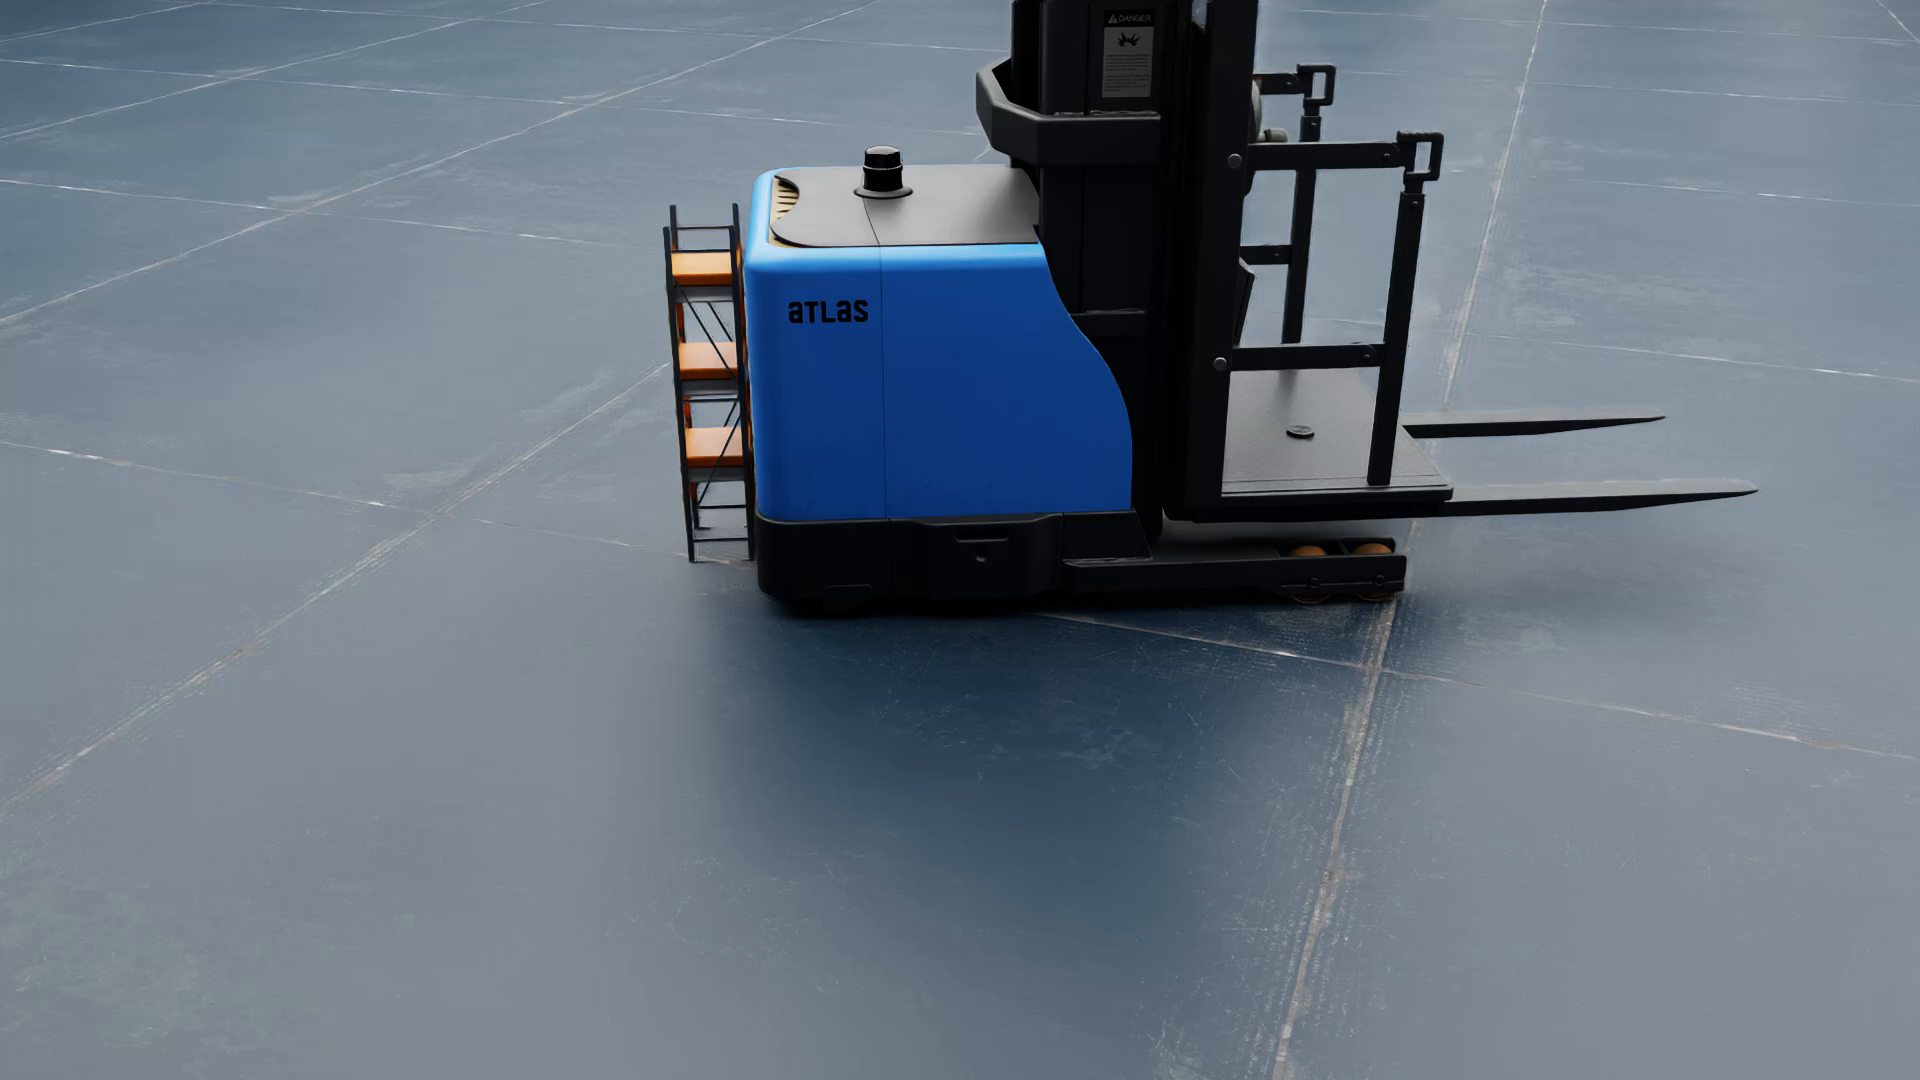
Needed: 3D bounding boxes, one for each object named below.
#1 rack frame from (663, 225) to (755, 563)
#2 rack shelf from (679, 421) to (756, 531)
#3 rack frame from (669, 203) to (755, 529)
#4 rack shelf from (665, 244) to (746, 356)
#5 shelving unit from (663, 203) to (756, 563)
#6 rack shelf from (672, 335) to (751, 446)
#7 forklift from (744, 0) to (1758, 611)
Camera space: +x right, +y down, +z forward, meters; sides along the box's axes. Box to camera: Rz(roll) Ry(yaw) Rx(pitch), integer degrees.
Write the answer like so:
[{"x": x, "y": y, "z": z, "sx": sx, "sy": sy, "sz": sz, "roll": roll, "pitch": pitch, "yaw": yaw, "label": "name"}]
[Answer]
[{"x": -0.731, "y": -0.407, "z": 4.885, "sx": 0.200, "sy": 1.050, "sz": 0.008, "roll": -2, "pitch": 26, "yaw": -4, "label": "rack frame"}, {"x": -0.741, "y": -0.200, "z": 5.120, "sx": 0.215, "sy": 0.259, "sz": 0.240, "roll": -2, "pitch": 26, "yaw": -4, "label": "rack shelf"}, {"x": -0.751, "y": -0.513, "z": 5.104, "sx": 0.200, "sy": 1.050, "sz": 0.008, "roll": -2, "pitch": 26, "yaw": -4, "label": "rack frame"}, {"x": -0.741, "y": -0.705, "z": 4.875, "sx": 0.215, "sy": 0.259, "sz": 0.240, "roll": -2, "pitch": 26, "yaw": -4, "label": "rack shelf"}, {"x": -0.741, "y": -0.460, "z": 4.994, "sx": 0.215, "sy": 1.050, "sz": 0.252, "roll": -2, "pitch": 26, "yaw": -4, "label": "shelving unit"}, {"x": -0.741, "y": -0.450, "z": 4.999, "sx": 0.215, "sy": 0.259, "sz": 0.240, "roll": -2, "pitch": 26, "yaw": -4, "label": "rack shelf"}, {"x": 0.892, "y": -1.361, "z": 4.698, "sx": 3.031, "sy": 2.935, "sz": 1.130, "roll": -2, "pitch": 26, "yaw": -4, "label": "forklift"}]
